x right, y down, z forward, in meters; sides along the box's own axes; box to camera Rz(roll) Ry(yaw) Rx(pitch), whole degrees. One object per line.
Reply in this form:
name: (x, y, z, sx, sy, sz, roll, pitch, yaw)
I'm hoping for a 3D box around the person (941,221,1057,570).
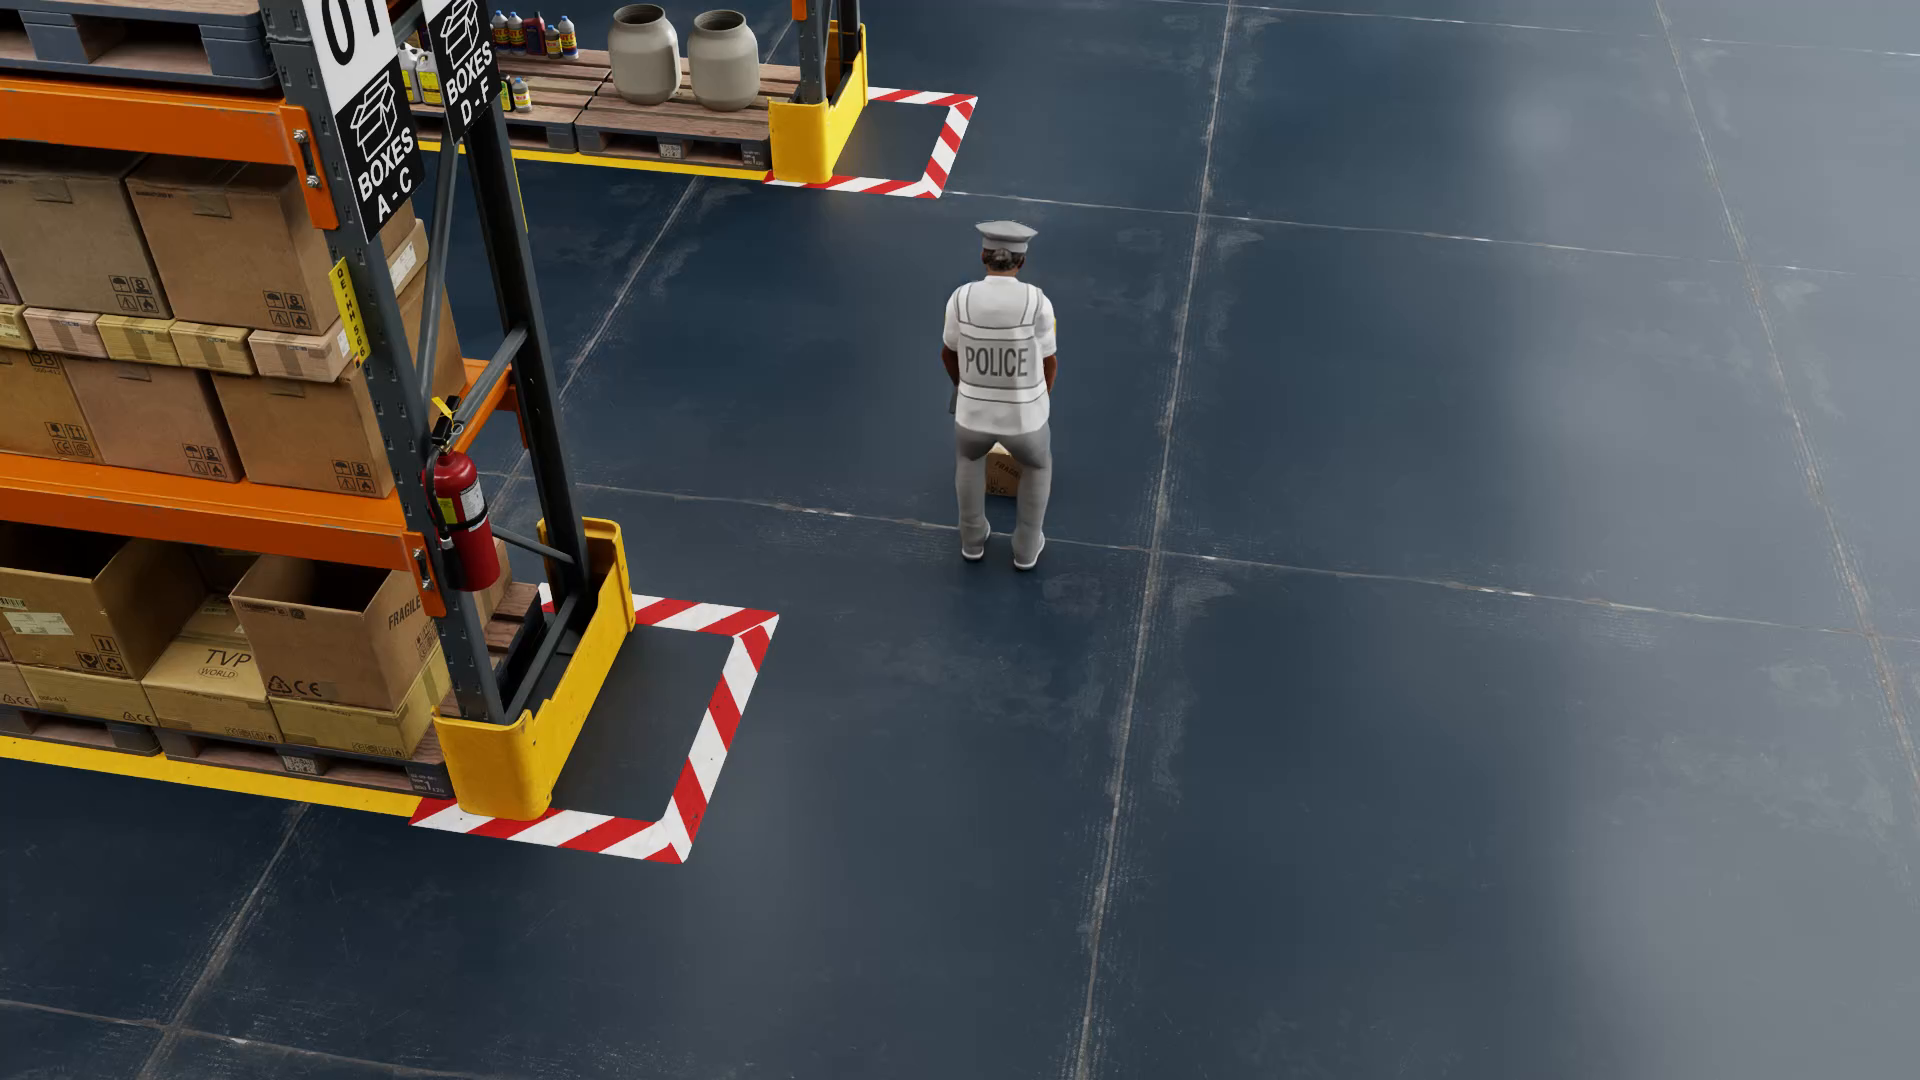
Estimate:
person: (0.156, -0.569, 6.917, 0.480, 1.546, 0.563, 7, 41, 8)
